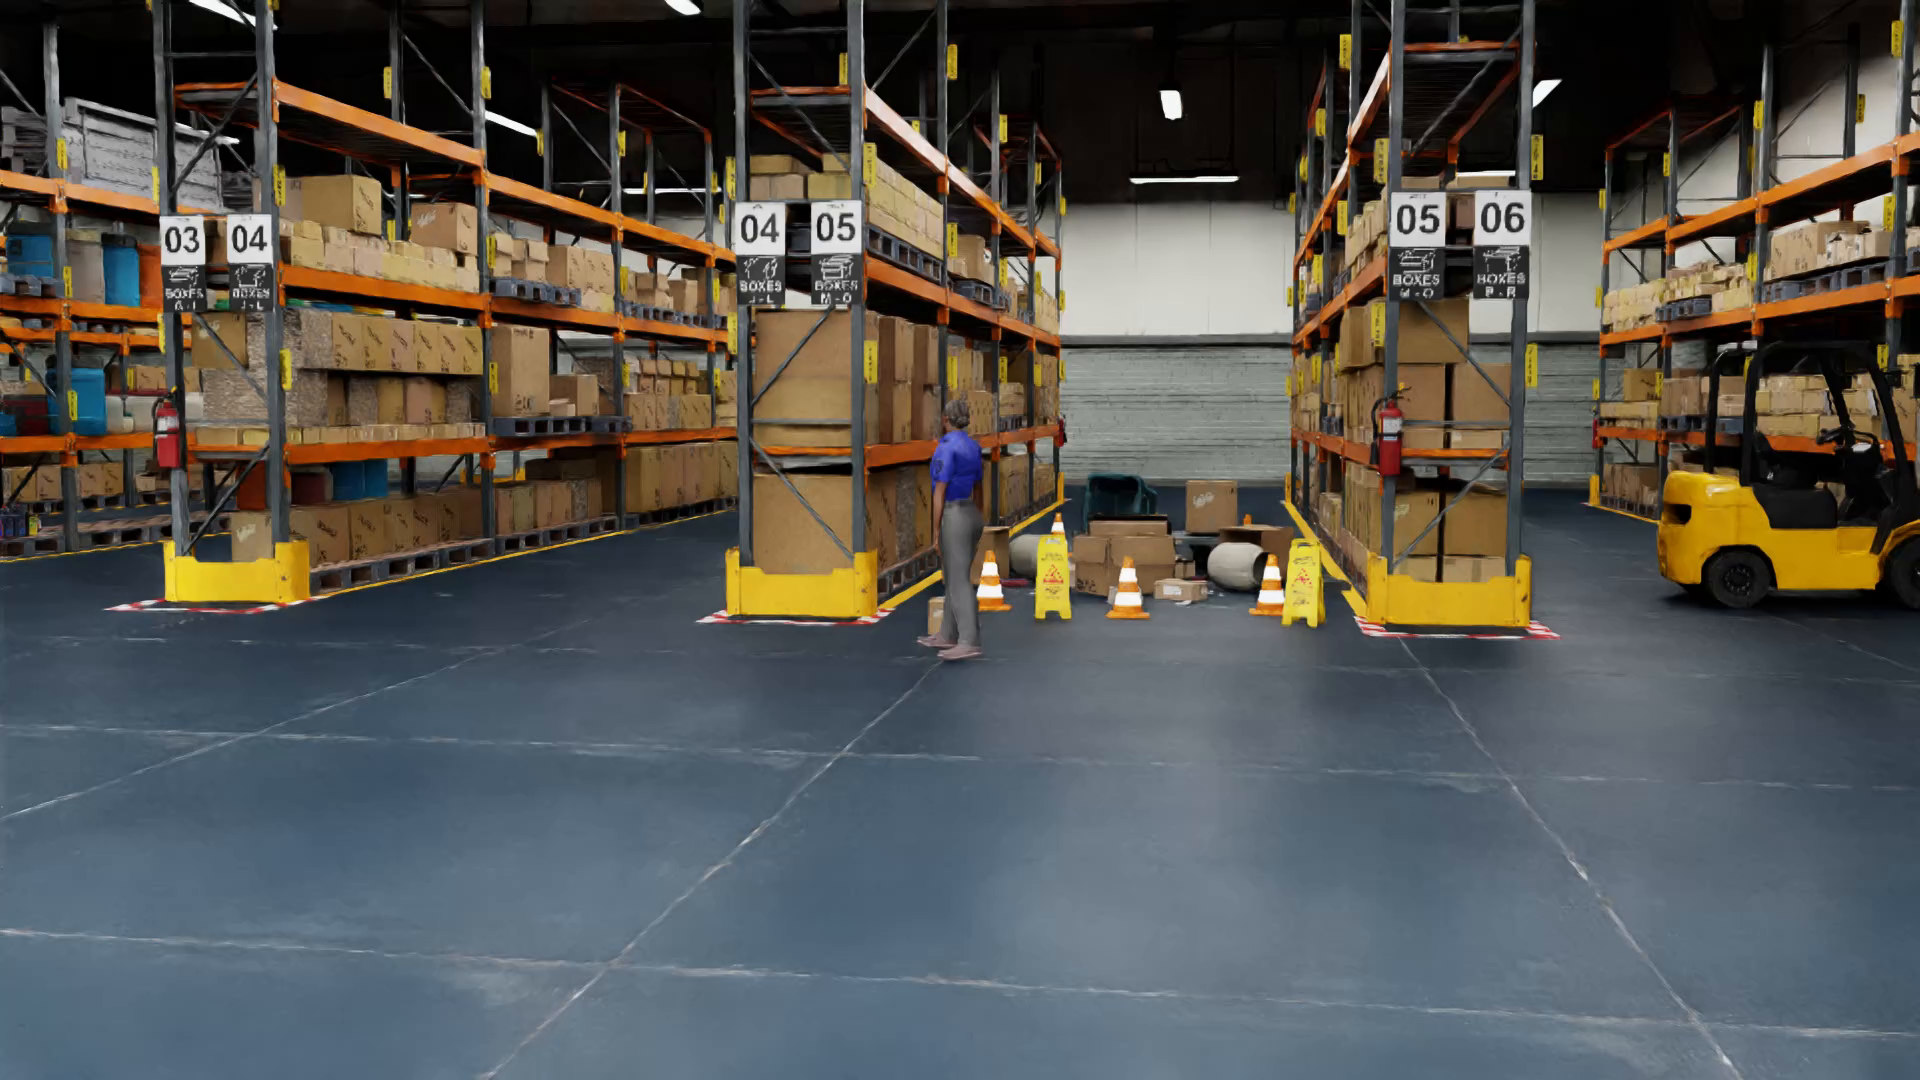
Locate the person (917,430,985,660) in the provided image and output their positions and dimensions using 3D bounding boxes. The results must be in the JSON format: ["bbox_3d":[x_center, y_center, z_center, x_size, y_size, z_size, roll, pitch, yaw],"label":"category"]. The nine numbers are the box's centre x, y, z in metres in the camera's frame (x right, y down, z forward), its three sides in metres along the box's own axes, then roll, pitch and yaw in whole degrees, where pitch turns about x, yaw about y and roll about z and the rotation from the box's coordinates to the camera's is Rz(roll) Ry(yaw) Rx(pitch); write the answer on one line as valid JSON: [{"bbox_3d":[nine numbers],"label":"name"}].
[{"bbox_3d":[-0.088,0.016,10.753,0.595,1.450,0.519,2,5,27],"label":"person"}]
